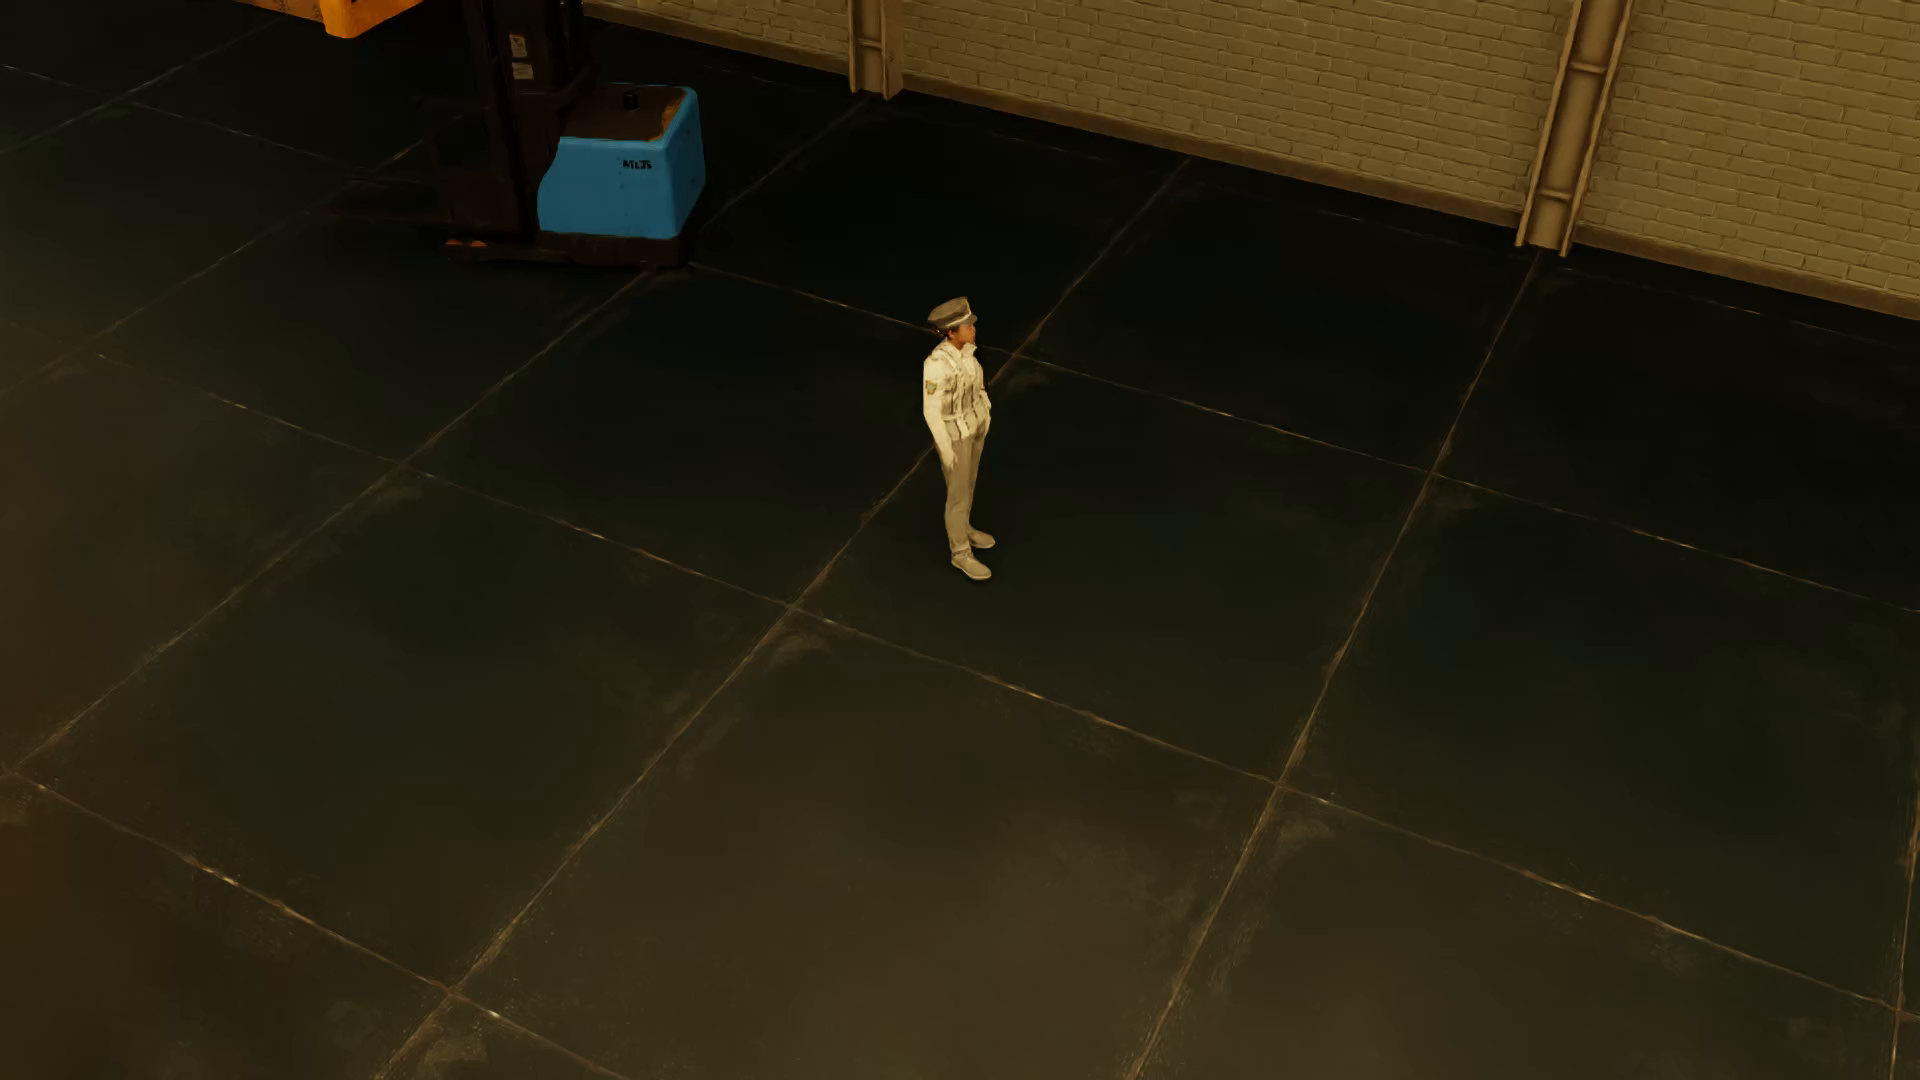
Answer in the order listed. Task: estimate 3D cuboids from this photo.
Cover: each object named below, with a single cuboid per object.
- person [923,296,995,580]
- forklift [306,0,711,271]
[{"bbox_3d":[0.057,-0.630,9.682,0.533,1.695,0.586,18,43,21],"label":"person"},{"bbox_3d":[-3.550,-3.583,12.241,3.031,2.935,1.130,5,40,6],"label":"forklift"}]
